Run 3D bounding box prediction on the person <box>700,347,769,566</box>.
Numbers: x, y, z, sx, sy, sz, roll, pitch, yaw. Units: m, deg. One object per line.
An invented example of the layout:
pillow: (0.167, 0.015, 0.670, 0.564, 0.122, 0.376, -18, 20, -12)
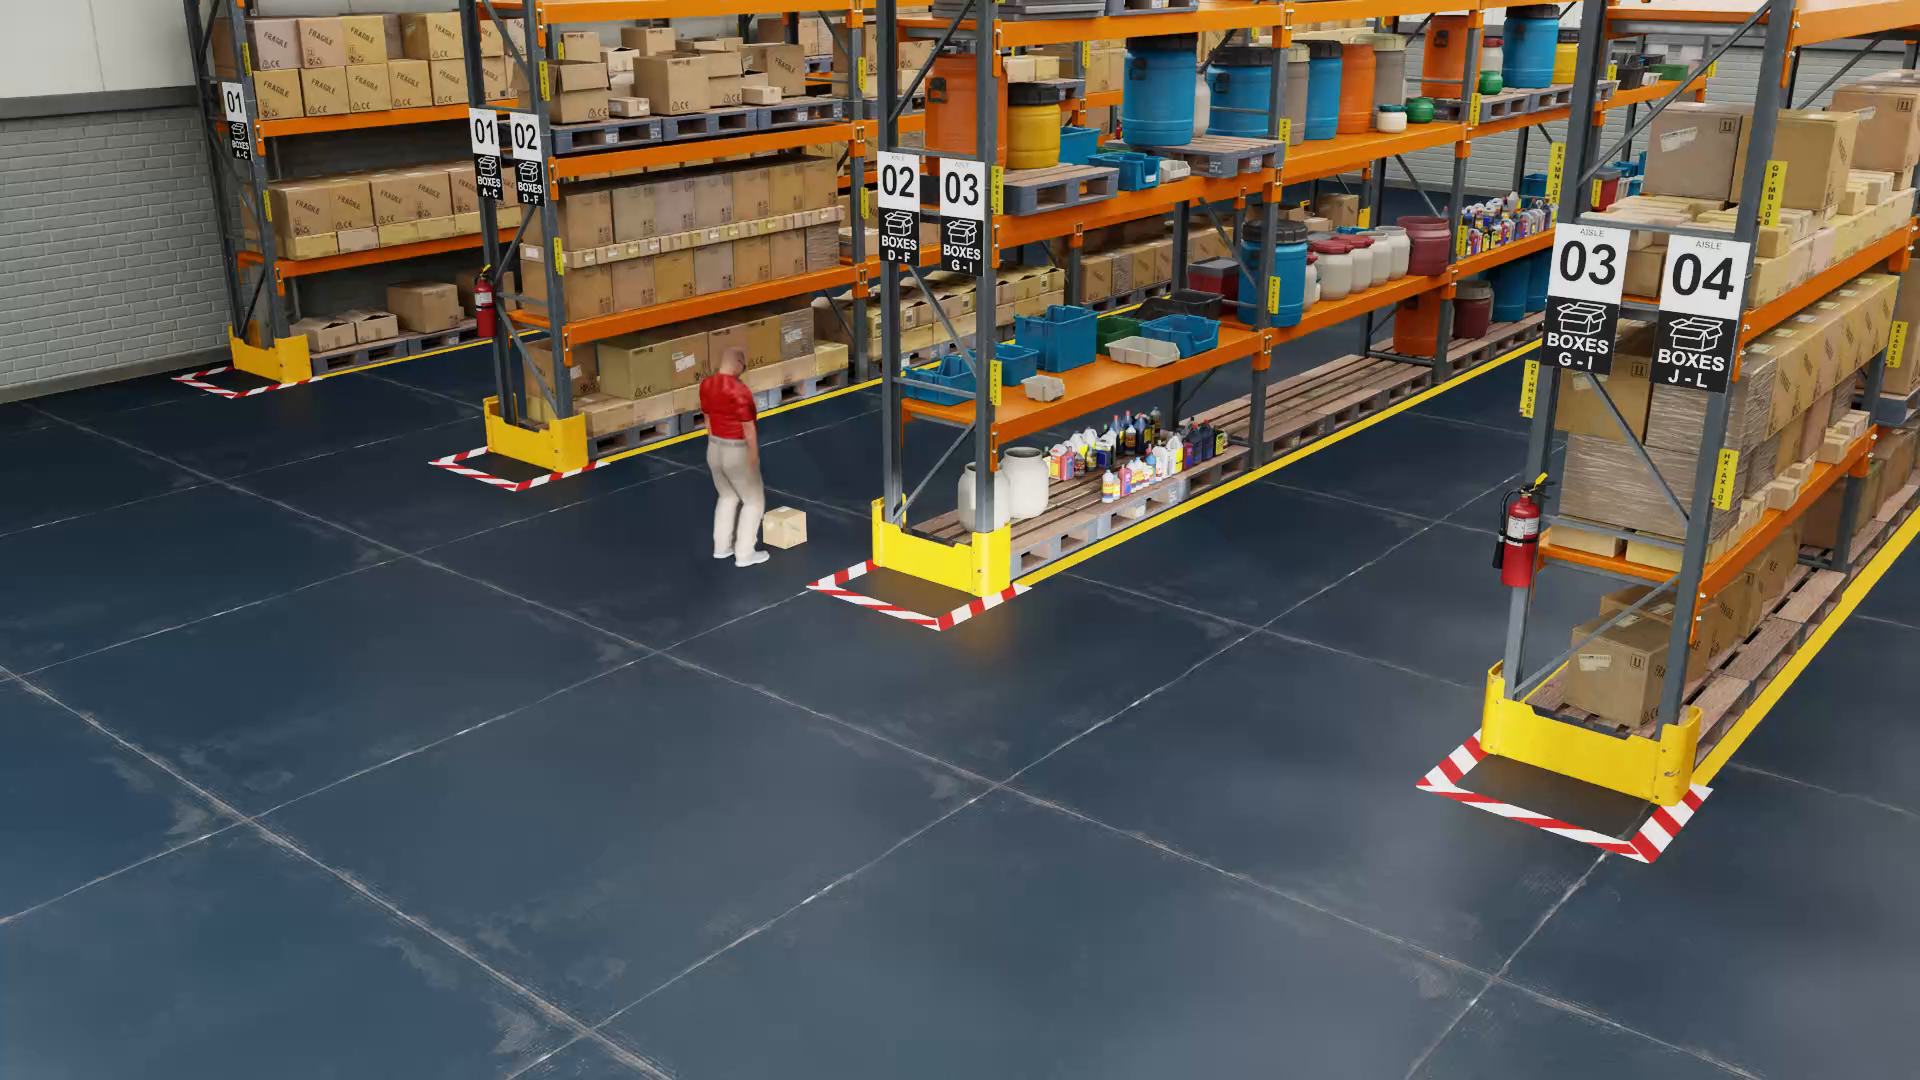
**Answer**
person: (-1.771, -0.654, 12.941, 0.544, 1.704, 0.377, 16, 26, 38)
